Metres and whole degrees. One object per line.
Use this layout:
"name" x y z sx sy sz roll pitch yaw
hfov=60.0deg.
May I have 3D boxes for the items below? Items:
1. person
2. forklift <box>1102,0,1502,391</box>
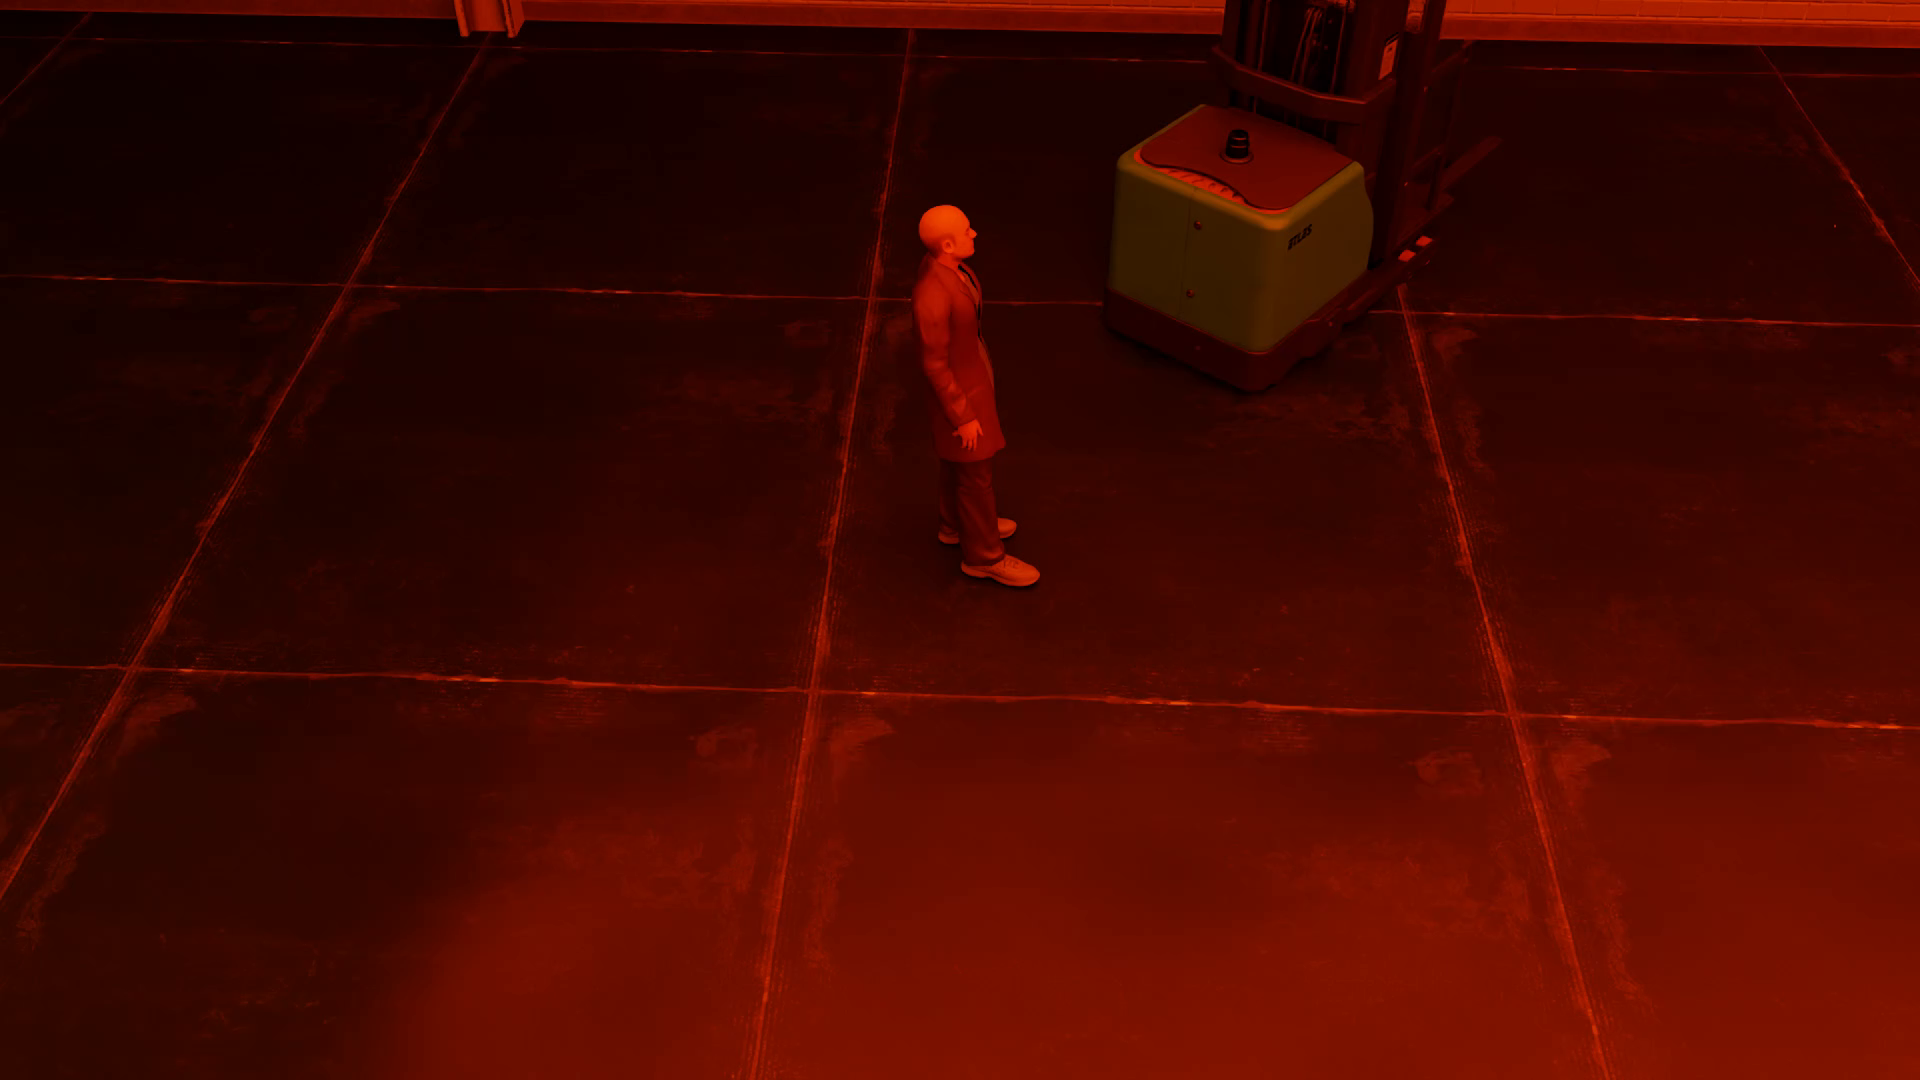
"person" 0.092 -0.656 7.306 0.579 1.777 0.698 2 42 2
"forklift" 2.124 -2.779 8.786 1.130 2.935 3.031 30 50 29
